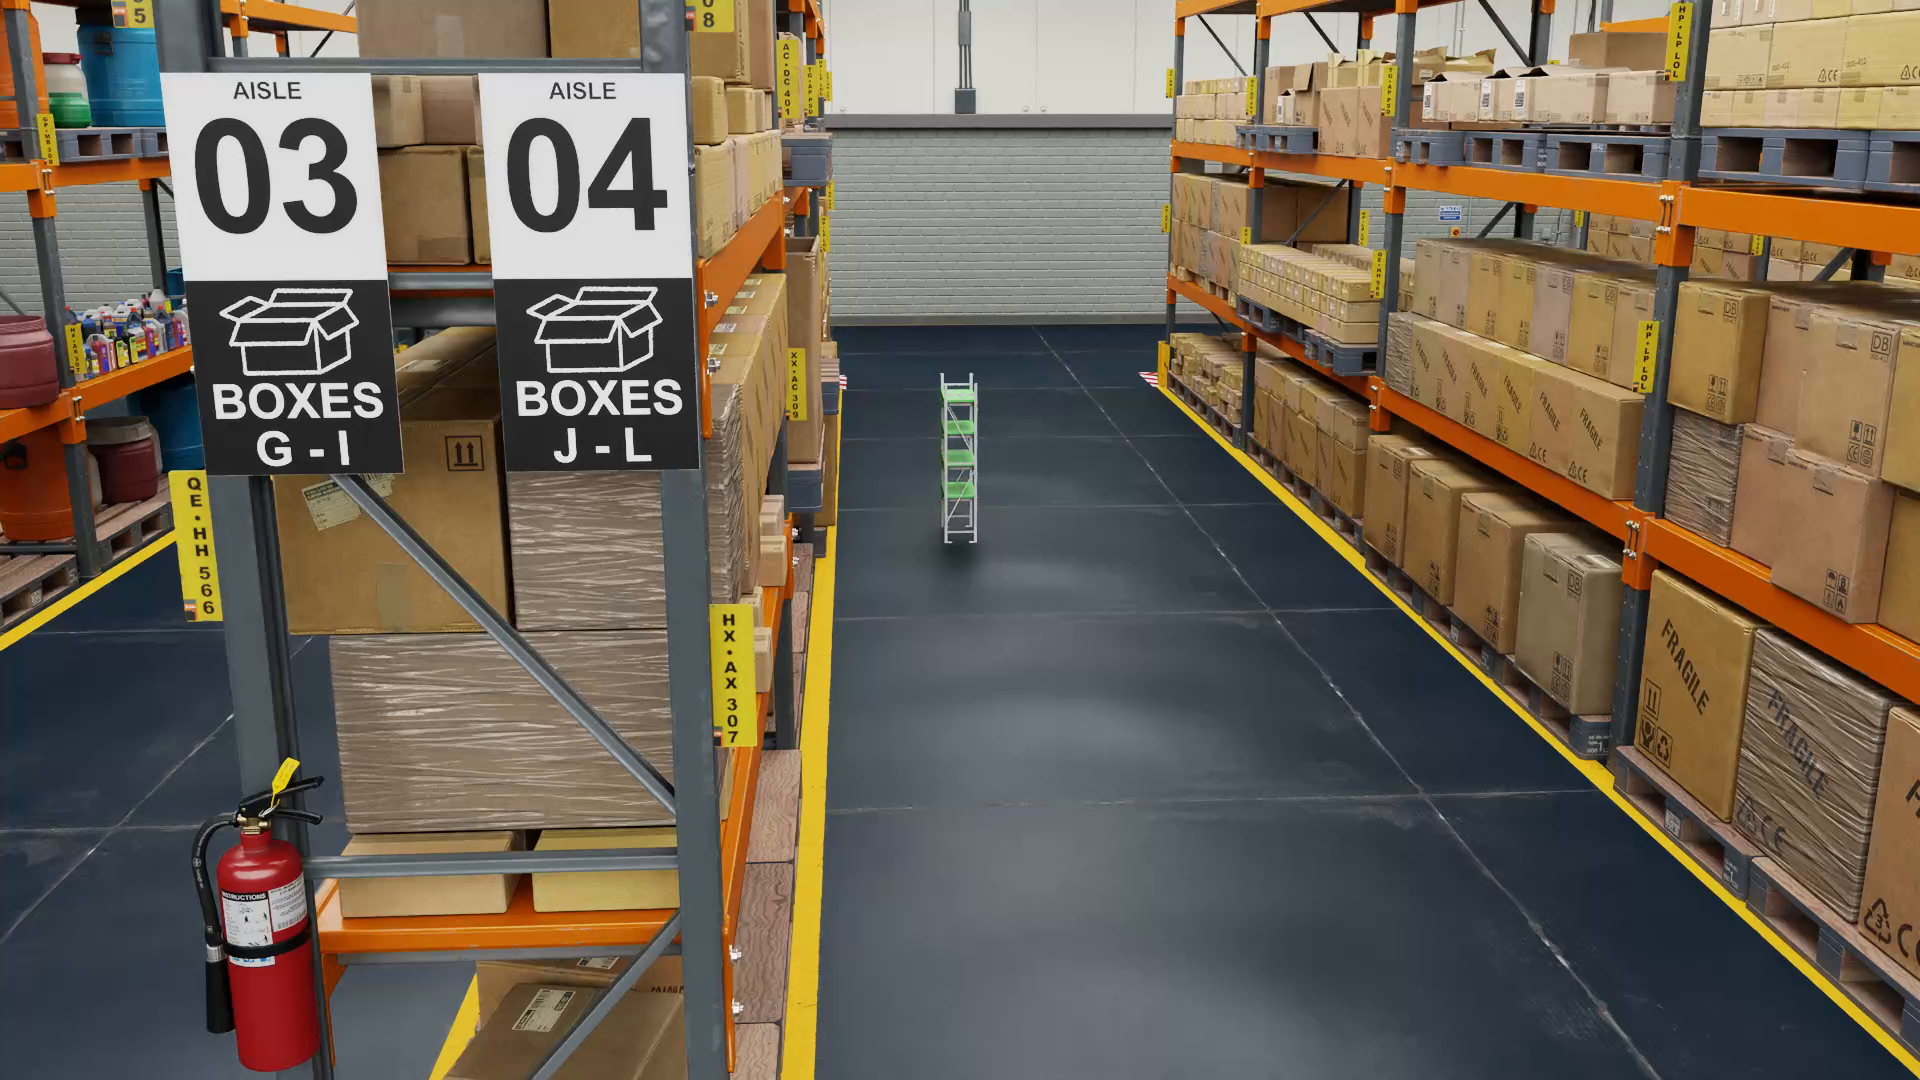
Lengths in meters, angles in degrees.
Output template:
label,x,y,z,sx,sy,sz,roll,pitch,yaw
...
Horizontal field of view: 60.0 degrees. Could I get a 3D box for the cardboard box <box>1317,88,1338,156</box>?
label,x,y,z,sx,sy,sz,roll,pitch,yaw
cardboard box,3.064,-3.205,12.741,0.500,0.500,0.500,-1,14,-3

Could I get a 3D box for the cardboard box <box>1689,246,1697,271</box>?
label,x,y,z,sx,sy,sz,roll,pitch,yaw
cardboard box,7.743,-2.826,17.289,0.500,0.500,0.500,-1,14,-4

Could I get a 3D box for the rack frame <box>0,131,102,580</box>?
label,x,y,z,sx,sy,sz,roll,pitch,yaw
rack frame,-6.477,-1.189,11.128,1.000,3.000,0.127,-1,14,-3

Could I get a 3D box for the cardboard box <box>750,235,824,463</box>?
label,x,y,z,sx,sy,sz,roll,pitch,yaw
cardboard box,-1.195,-0.964,8.208,1.000,1.000,1.000,-1,14,-3

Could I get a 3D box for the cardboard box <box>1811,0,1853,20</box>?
label,x,y,z,sx,sy,sz,roll,pitch,yaw
cardboard box,3.403,-2.006,6.143,0.380,0.149,0.250,-1,14,-4

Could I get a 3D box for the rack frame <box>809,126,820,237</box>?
label,x,y,z,sx,sy,sz,roll,pitch,yaw
rack frame,-1.781,-2.260,15.291,1.000,3.000,0.127,-1,14,-3

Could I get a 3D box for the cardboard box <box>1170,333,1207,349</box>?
label,x,y,z,sx,sy,sz,roll,pitch,yaw
cardboard box,2.621,-2.282,19.060,0.380,0.149,0.250,-2,15,-6

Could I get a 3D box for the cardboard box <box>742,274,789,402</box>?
label,x,y,z,sx,sy,sz,roll,pitch,yaw
cardboard box,-0.983,-0.840,6.966,0.500,0.500,0.500,-1,14,-3

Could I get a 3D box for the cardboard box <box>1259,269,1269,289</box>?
label,x,y,z,sx,sy,sz,roll,pitch,yaw
cardboard box,2.792,-2.239,14.274,0.380,0.149,0.250,-2,15,-6

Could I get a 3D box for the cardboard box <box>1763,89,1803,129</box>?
label,x,y,z,sx,sy,sz,roll,pitch,yaw
cardboard box,3.387,-1.683,6.488,0.380,0.149,0.250,-1,14,-4

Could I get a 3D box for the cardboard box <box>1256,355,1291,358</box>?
label,x,y,z,sx,sy,sz,roll,pitch,yaw
cardboard box,3.266,-1.839,17.337,0.380,0.149,0.250,-1,15,-6

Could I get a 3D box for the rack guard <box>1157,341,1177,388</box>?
label,x,y,z,sx,sy,sz,roll,pitch,yaw
rack guard,2.933,-2.077,19.596,1.175,0.500,0.348,-1,14,-3

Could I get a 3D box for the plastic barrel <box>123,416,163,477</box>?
label,x,y,z,sx,sy,sz,roll,pitch,yaw
plastic barrel,-6.718,-0.729,13.489,0.421,0.512,0.421,0,14,0

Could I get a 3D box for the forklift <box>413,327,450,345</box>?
label,x,y,z,sx,sy,sz,roll,pitch,yaw
forklift,-3.418,-1.354,11.906,1.130,2.935,3.031,-1,14,-2

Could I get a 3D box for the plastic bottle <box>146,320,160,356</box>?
label,x,y,z,sx,sy,sz,roll,pitch,yaw
plastic bottle,-6.232,-1.556,12.812,0.097,0.271,0.097,0,14,0

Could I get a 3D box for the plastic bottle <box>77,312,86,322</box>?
label,x,y,z,sx,sy,sz,roll,pitch,yaw
plastic bottle,-7.024,-1.683,13.307,0.097,0.271,0.097,0,14,0

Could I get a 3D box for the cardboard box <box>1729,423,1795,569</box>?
label,x,y,z,sx,sy,sz,roll,pitch,yaw
cardboard box,3.763,-0.167,6.854,0.875,0.550,0.550,-1,14,-3

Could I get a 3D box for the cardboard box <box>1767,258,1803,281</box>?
label,x,y,z,sx,sy,sz,roll,pitch,yaw
cardboard box,7.856,-2.469,15.400,0.500,0.250,0.500,-1,14,-5

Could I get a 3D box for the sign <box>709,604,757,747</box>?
label,x,y,z,sx,sy,sz,roll,pitch,yaw
sign,-0.496,0.296,3.617,0.100,0.325,0.005,-1,14,-3

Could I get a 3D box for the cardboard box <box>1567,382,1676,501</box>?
label,x,y,z,sx,sy,sz,roll,pitch,yaw
cardboard box,3.372,-0.496,8.234,0.500,0.500,0.500,-1,14,-4

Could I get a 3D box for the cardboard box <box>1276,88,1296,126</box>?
label,x,y,z,sx,sy,sz,roll,pitch,yaw
cardboard box,3.021,-3.703,14.213,0.500,0.311,0.500,-1,14,-4

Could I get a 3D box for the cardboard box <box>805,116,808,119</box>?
label,x,y,z,sx,sy,sz,roll,pitch,yaw
cardboard box,-1.809,-4.473,16.627,0.700,0.500,0.500,0,14,-1

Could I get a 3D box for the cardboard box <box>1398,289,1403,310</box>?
label,x,y,z,sx,sy,sz,roll,pitch,yaw
cardboard box,3.539,-1.862,12.810,0.380,0.149,0.250,-1,14,-3

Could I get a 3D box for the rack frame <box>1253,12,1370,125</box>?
label,x,y,z,sx,sy,sz,roll,pitch,yaw
rack frame,3.176,-5.217,14.744,1.000,3.000,0.127,-1,14,-3

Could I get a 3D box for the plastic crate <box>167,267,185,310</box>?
label,x,y,z,sx,sy,sz,roll,pitch,yaw
plastic crate,-7.094,-2.316,15.419,0.392,0.384,0.575,-1,14,-3

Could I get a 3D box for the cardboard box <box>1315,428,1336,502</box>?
label,x,y,z,sx,sy,sz,roll,pitch,yaw
cardboard box,3.093,-0.599,13.007,0.500,0.500,0.500,0,14,-1

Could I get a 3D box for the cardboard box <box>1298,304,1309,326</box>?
label,x,y,z,sx,sy,sz,roll,pitch,yaw
cardboard box,2.874,-1.769,13.043,0.380,0.149,0.250,-2,15,-6

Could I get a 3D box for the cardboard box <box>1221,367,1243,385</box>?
label,x,y,z,sx,sy,sz,roll,pitch,yaw
cardboard box,2.816,-1.632,16.533,0.380,0.149,0.250,-1,14,-4

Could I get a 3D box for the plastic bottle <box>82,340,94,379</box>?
label,x,y,z,sx,sy,sz,roll,pitch,yaw
plastic bottle,-6.161,-1.269,11.695,0.097,0.271,0.097,0,14,0

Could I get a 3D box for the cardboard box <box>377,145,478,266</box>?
label,x,y,z,sx,sy,sz,roll,pitch,yaw
cardboard box,-1.321,-0.772,3.788,0.500,0.250,0.500,-1,14,-2

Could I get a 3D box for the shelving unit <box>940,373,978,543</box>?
label,x,y,z,sx,sy,sz,roll,pitch,yaw
shelving unit,-0.010,-0.622,12.537,0.258,1.200,0.503,-1,14,-3

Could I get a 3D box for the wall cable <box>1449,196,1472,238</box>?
label,x,y,z,sx,sy,sz,roll,pitch,yaw
wall cable,7.489,-5.317,25.071,0.585,1.953,0.123,-1,14,-3

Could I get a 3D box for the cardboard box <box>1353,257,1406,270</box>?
label,x,y,z,sx,sy,sz,roll,pitch,yaw
cardboard box,3.475,-2.261,13.760,0.380,0.149,0.250,-2,15,-6

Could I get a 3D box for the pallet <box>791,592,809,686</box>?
label,x,y,z,sx,sy,sz,roll,pitch,yaw
pallet,-1.414,0.582,9.841,1.003,0.211,1.213,-1,14,-3

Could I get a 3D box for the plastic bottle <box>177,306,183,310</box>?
label,x,y,z,sx,sy,sz,roll,pitch,yaw
plastic bottle,-6.447,-1.806,13.783,0.097,0.271,0.097,0,14,0

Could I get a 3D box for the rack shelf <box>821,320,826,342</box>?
label,x,y,z,sx,sy,sz,roll,pitch,yaw
rack shelf,-1.657,-1.414,13.448,1.077,0.370,4.000,-1,14,-3

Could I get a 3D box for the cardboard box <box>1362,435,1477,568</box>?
label,x,y,z,sx,sy,sz,roll,pitch,yaw
cardboard box,3.371,-0.278,11.259,1.050,0.750,0.750,-1,14,-4

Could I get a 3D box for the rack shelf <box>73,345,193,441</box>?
label,x,y,z,sx,sy,sz,roll,pitch,yaw
rack shelf,-6.601,-1.338,13.151,1.077,0.370,4.000,-1,14,-3

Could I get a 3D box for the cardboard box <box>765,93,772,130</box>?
label,x,y,z,sx,sy,sz,roll,pitch,yaw
cardboard box,-0.977,-1.767,6.857,0.380,0.149,0.250,0,14,-2

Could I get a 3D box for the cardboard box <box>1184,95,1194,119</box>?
label,x,y,z,sx,sy,sz,roll,pitch,yaw
cardboard box,2.729,-4.686,17.996,0.500,0.250,0.500,-1,14,-4

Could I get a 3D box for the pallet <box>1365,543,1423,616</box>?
label,x,y,z,sx,sy,sz,roll,pitch,yaw
pallet,3.397,0.231,11.206,1.003,0.211,1.213,-1,14,-3

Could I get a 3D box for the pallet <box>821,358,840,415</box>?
label,x,y,z,sx,sy,sz,roll,pitch,yaw
pallet,-1.383,-0.997,10.766,1.213,0.211,1.003,-1,14,-3

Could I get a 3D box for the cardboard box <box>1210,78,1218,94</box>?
label,x,y,z,sx,sy,sz,roll,pitch,yaw
cardboard box,2.741,-4.584,16.802,0.380,0.149,0.250,-1,14,-4

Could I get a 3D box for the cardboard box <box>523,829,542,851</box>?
label,x,y,z,sx,sy,sz,roll,pitch,yaw
cardboard box,-1.276,0.716,4.228,0.380,0.149,0.250,-1,14,-3

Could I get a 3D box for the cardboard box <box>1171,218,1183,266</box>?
label,x,y,z,sx,sy,sz,roll,pitch,yaw
cardboard box,2.680,-3.383,18.858,0.500,0.500,0.500,0,14,-1

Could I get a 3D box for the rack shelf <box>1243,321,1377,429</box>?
label,x,y,z,sx,sy,sz,roll,pitch,yaw
rack shelf,3.300,-1.466,13.648,1.077,0.370,4.000,-1,14,-3

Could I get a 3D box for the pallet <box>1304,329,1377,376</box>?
label,x,y,z,sx,sy,sz,roll,pitch,yaw
pallet,3.273,-1.400,12.331,1.213,0.211,1.003,-1,14,-3

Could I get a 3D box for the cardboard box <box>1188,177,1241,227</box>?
label,x,y,z,sx,sy,sz,roll,pitch,yaw
cardboard box,2.738,-3.612,17.742,0.500,0.500,0.500,-1,14,-5

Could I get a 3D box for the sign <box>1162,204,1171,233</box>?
label,x,y,z,sx,sy,sz,roll,pitch,yaw
sign,2.386,-3.717,19.217,0.100,0.325,0.005,-1,14,-3

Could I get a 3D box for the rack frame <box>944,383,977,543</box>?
label,x,y,z,sx,sy,sz,roll,pitch,yaw
rack frame,0.005,-0.562,12.301,0.240,1.200,0.015,-1,14,-3

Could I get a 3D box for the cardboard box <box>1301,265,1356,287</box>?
label,x,y,z,sx,sy,sz,roll,pitch,yaw
cardboard box,2.877,-2.056,12.963,0.380,0.149,0.250,-1,14,-3

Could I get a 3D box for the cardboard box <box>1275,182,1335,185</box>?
label,x,y,z,sx,sy,sz,roll,pitch,yaw
cardboard box,3.344,-3.233,16.268,0.500,0.500,0.500,-1,14,-5

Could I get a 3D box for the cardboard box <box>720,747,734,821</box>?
label,x,y,z,sx,sy,sz,roll,pitch,yaw
cardboard box,-0.814,0.646,4.499,0.380,0.149,0.250,-1,14,-3
